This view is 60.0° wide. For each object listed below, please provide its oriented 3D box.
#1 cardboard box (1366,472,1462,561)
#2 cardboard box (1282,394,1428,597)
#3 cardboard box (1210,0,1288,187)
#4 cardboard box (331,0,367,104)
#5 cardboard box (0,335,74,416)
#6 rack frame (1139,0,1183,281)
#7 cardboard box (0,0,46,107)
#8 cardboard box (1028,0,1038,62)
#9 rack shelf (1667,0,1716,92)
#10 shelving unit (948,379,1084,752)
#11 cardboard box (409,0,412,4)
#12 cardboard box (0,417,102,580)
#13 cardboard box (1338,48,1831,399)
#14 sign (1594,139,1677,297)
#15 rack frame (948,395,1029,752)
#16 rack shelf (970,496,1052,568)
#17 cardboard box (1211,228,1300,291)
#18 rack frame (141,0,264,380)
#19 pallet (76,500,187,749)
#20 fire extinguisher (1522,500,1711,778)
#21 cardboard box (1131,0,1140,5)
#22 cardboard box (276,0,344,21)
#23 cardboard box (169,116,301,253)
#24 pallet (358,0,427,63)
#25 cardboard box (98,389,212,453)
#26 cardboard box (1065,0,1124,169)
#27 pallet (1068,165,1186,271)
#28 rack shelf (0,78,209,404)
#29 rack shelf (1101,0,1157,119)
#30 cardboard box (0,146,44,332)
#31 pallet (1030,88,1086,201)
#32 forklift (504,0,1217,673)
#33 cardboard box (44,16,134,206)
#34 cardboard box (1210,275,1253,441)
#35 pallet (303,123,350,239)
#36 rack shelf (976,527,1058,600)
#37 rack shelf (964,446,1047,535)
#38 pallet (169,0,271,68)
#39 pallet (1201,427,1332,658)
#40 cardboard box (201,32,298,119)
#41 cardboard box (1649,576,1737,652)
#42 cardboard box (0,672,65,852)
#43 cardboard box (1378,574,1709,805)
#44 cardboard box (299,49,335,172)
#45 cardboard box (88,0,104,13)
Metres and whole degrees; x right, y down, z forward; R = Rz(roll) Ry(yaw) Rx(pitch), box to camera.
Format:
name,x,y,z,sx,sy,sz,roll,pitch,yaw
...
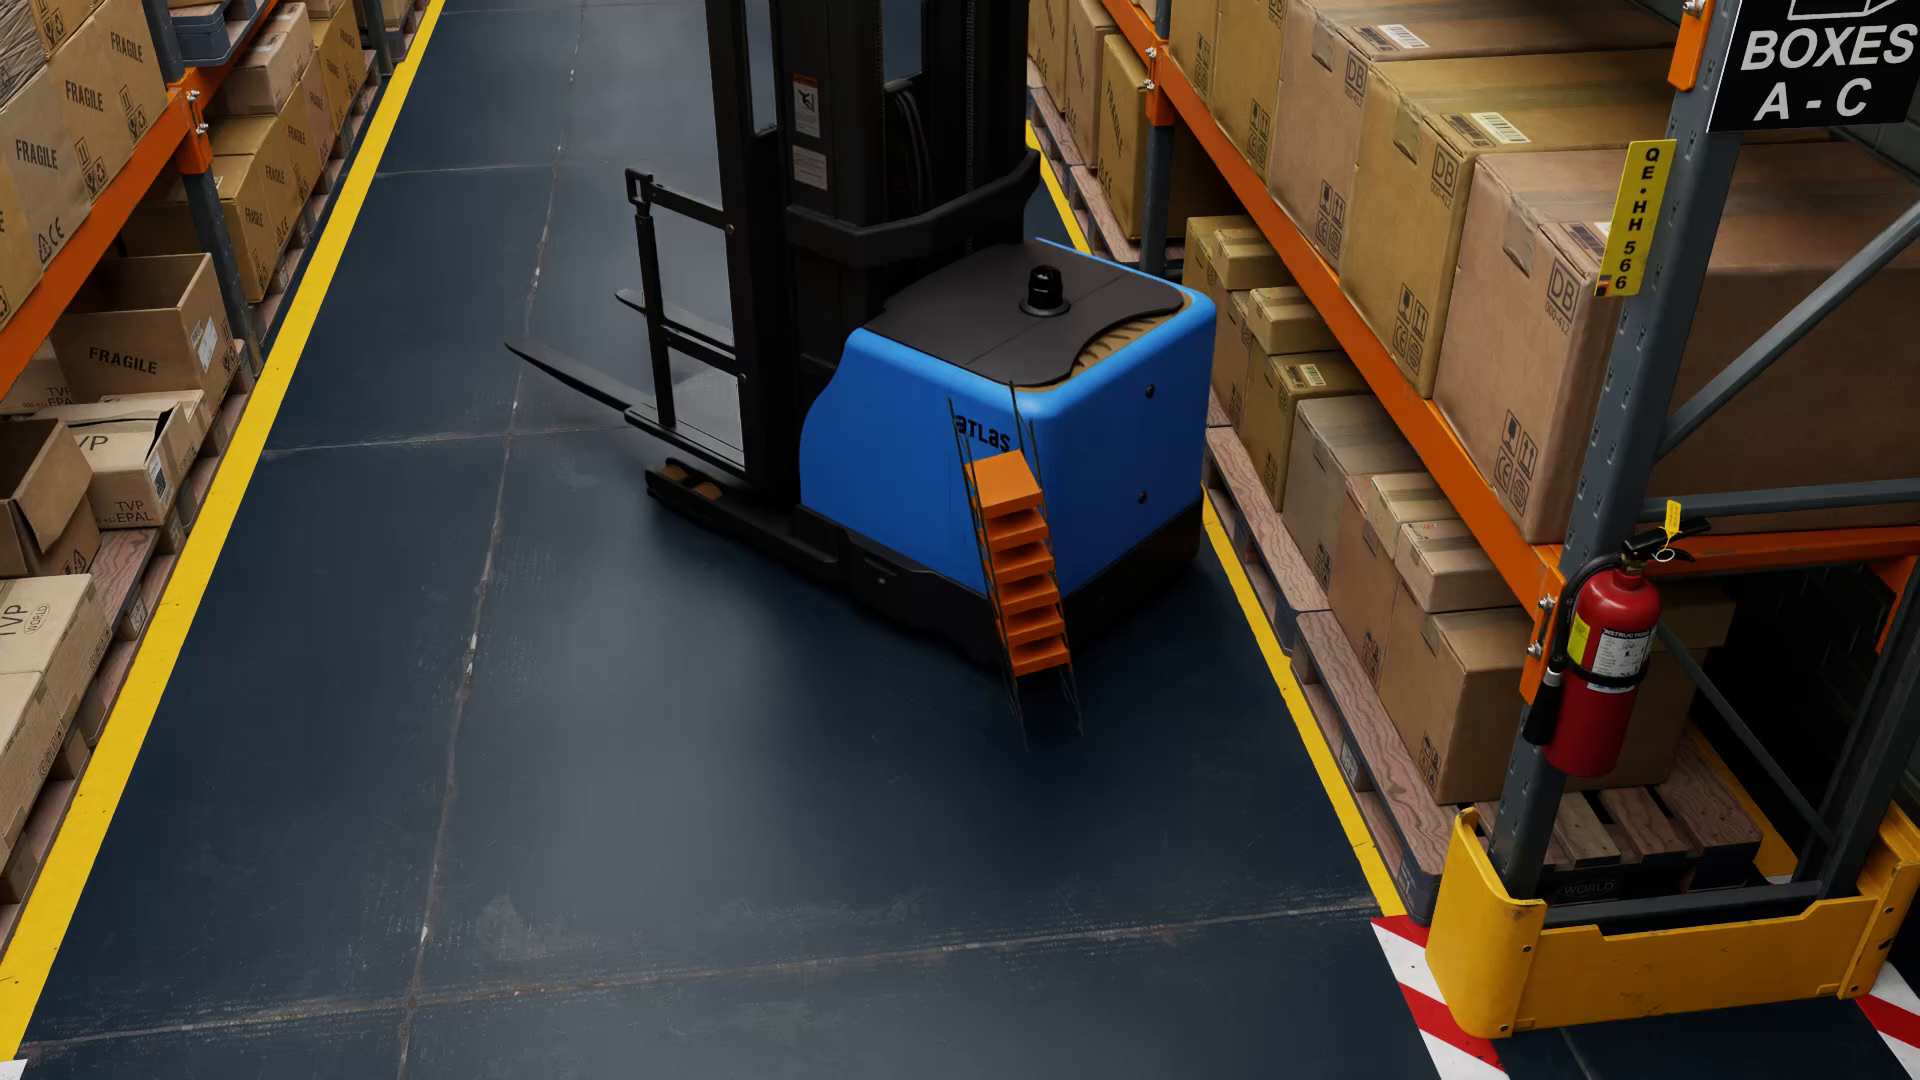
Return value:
name,x,y,z,sx,sy,sz,roll,pitch,yaw
cardboard box,1.443,-0.078,4.971,0.380,0.149,0.250,-3,34,-5
cardboard box,1.540,-0.169,5.681,0.700,0.500,0.500,-5,35,-8
cardboard box,1.481,-1.730,5.859,0.980,0.700,0.700,-5,35,-8
cardboard box,-3.756,-2.817,9.550,0.500,0.500,0.500,-3,34,-5
cardboard box,-3.735,-0.761,6.700,0.500,0.311,0.500,-4,35,-6
rack frame,1.331,-2.318,6.988,1.000,3.000,0.127,-4,35,-6
cardboard box,-3.113,-1.566,4.907,0.500,0.500,0.500,-4,34,-6
cardboard box,0.762,-3.415,10.133,0.750,0.750,0.750,-5,35,-7
rack shelf,1.600,-2.144,4.708,1.077,0.370,4.000,-4,35,-6
shelving unit,0.179,0.105,5.016,0.189,1.200,0.258,-15,36,-5
cardboard box,-3.963,-3.805,11.238,0.500,0.250,0.500,-5,35,-8
cardboard box,-3.319,-0.043,5.475,0.797,0.503,0.637,-4,35,-6
cardboard box,1.682,-0.899,4.639,0.980,0.700,0.700,-5,35,-7
sign,1.330,-0.629,3.271,0.100,0.325,0.005,-4,35,-6
rack frame,0.091,0.129,5.008,0.006,1.200,0.240,-15,36,-5
rack shelf,0.147,-0.050,4.901,0.180,0.103,0.258,-15,36,-5
cardboard box,1.196,-1.096,6.466,0.380,0.149,0.250,-3,34,-5
rack frame,-3.577,-1.941,6.434,1.000,3.000,0.127,-4,35,-6
pallet,-3.318,0.277,5.656,1.003,0.211,1.213,-4,35,-6
fire extinguisher,1.432,0.219,3.664,0.296,0.674,0.183,-4,35,-6
cardboard box,0.948,-2.529,7.502,0.380,0.149,0.250,-4,34,-5
cardboard box,-3.745,-3.096,9.293,0.500,0.250,0.500,-3,34,-5
cardboard box,-3.483,-1.675,7.873,0.500,0.500,0.500,-4,34,-6
pallet,-4.187,-3.483,11.173,1.003,0.211,1.213,-4,35,-6
cardboard box,-3.109,-0.443,6.378,0.380,0.149,0.250,-4,35,-6
cardboard box,0.993,-2.452,8.720,0.750,0.750,0.750,-3,34,-5
pallet,1.153,-1.590,8.396,1.003,0.211,1.213,-4,35,-6
rack shelf,-3.308,-0.527,4.999,1.077,0.370,4.000,-4,35,-6
rack shelf,1.062,-3.137,8.828,1.077,0.370,4.000,-4,35,-6
cardboard box,-3.042,-0.864,4.766,0.500,0.500,0.500,-4,34,-6
pallet,0.986,-2.273,9.398,1.003,0.211,1.213,-4,35,-6
forklift,-0.576,-1.464,5.796,3.031,2.935,1.130,26,42,32
cardboard box,-3.185,-1.435,5.603,0.500,0.500,0.500,-3,34,-5
cardboard box,1.395,-0.753,6.538,0.700,0.500,0.500,-5,35,-7
pallet,-3.891,-1.922,8.882,1.003,0.211,1.213,-4,35,-6
rack shelf,0.167,0.045,4.971,0.180,0.103,0.258,-15,36,-5
rack shelf,0.128,-0.145,4.831,0.180,0.103,0.258,-15,36,-5
pallet,-3.576,-2.315,7.155,1.003,0.211,1.213,-4,35,-6
pallet,1.523,-0.053,6.140,1.003,0.211,1.213,-4,35,-6
cardboard box,-3.535,-2.246,8.045,0.500,0.250,0.500,-4,35,-6
cardboard box,1.891,0.177,4.597,0.380,0.149,0.250,-4,34,-6
cardboard box,-2.898,0.642,4.695,0.500,0.250,0.500,-4,35,-6
cardboard box,1.676,0.391,4.860,0.700,0.500,0.500,-4,35,-6
cardboard box,-3.610,-2.236,8.697,0.500,0.500,0.500,-6,35,-8
cardboard box,-3.252,-2.133,5.739,0.500,0.500,0.500,-4,34,-6
